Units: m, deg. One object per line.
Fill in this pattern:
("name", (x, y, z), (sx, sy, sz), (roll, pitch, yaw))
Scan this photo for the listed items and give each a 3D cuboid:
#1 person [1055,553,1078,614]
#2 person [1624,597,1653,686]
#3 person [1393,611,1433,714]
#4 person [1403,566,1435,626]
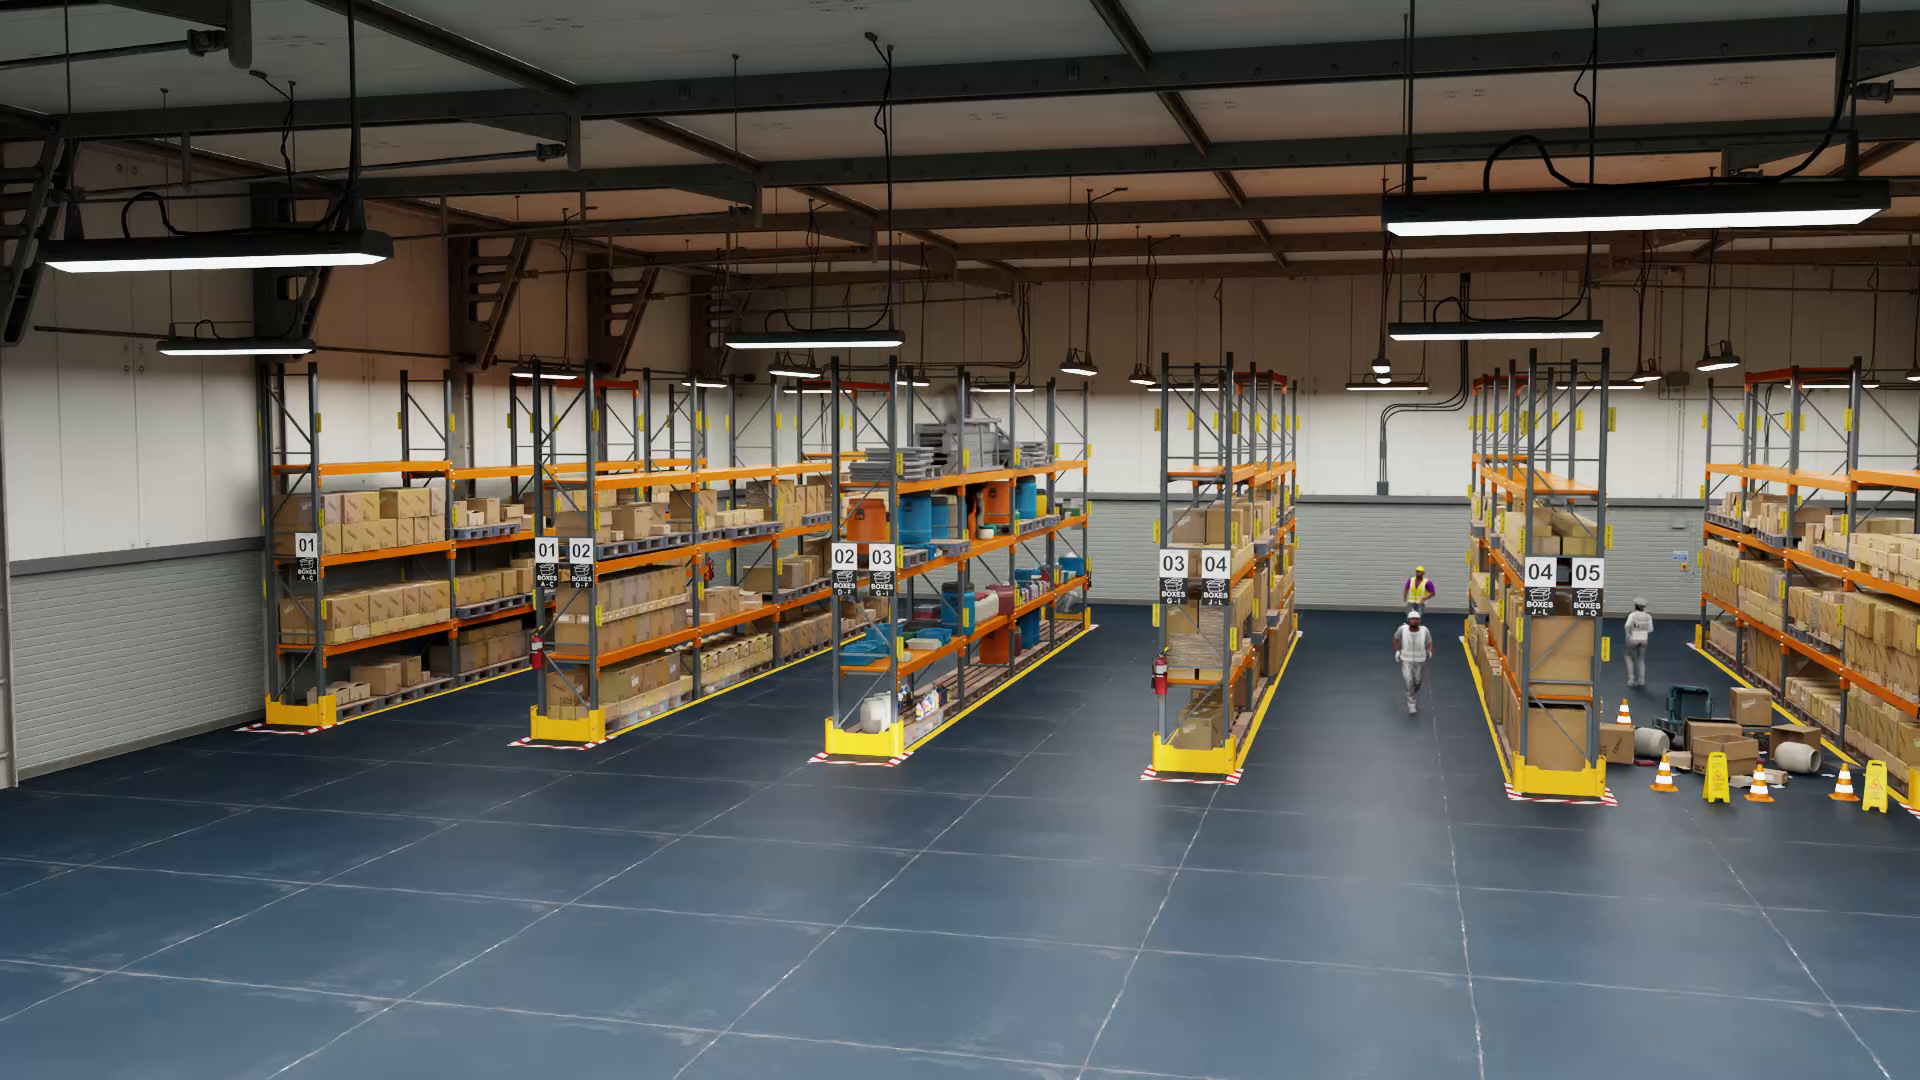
("person", (2.671, 1.167, 42.245), (0.918, 1.716, 0.684), (2, 4, 24))
("person", (12.851, 1.947, 31.577), (0.588, 1.716, 0.695), (0, 4, 5))
("person", (7.876, 2.094, 28.952), (0.661, 1.757, 0.889), (1, 4, 10))
("person", (10.551, 1.456, 38.276), (0.721, 1.718, 0.554), (3, 5, 34))
